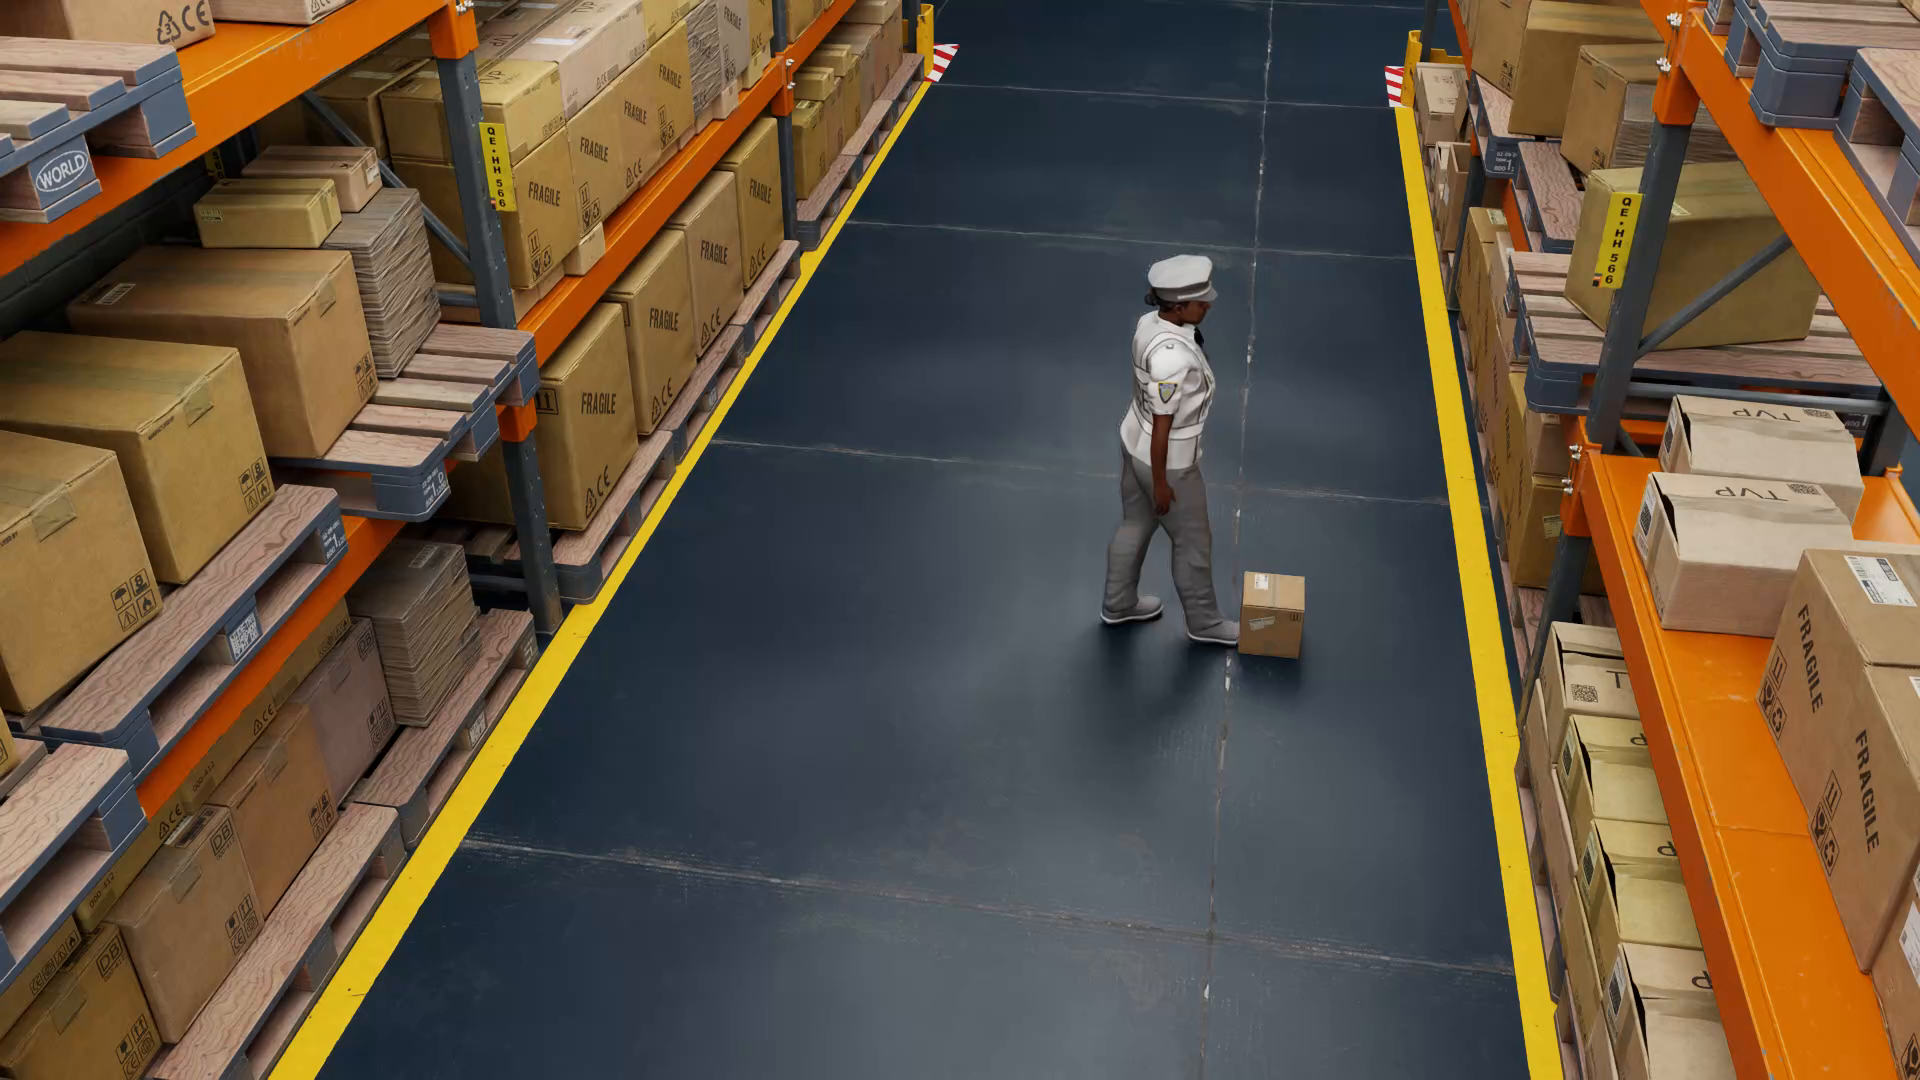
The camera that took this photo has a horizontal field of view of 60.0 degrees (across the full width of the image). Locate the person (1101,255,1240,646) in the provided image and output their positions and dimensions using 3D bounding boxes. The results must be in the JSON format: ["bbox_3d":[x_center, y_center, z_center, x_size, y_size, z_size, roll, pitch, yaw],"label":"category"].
[{"bbox_3d":[0.916,-0.352,6.664,0.626,1.662,0.459,-4,33,-7],"label":"person"}]
